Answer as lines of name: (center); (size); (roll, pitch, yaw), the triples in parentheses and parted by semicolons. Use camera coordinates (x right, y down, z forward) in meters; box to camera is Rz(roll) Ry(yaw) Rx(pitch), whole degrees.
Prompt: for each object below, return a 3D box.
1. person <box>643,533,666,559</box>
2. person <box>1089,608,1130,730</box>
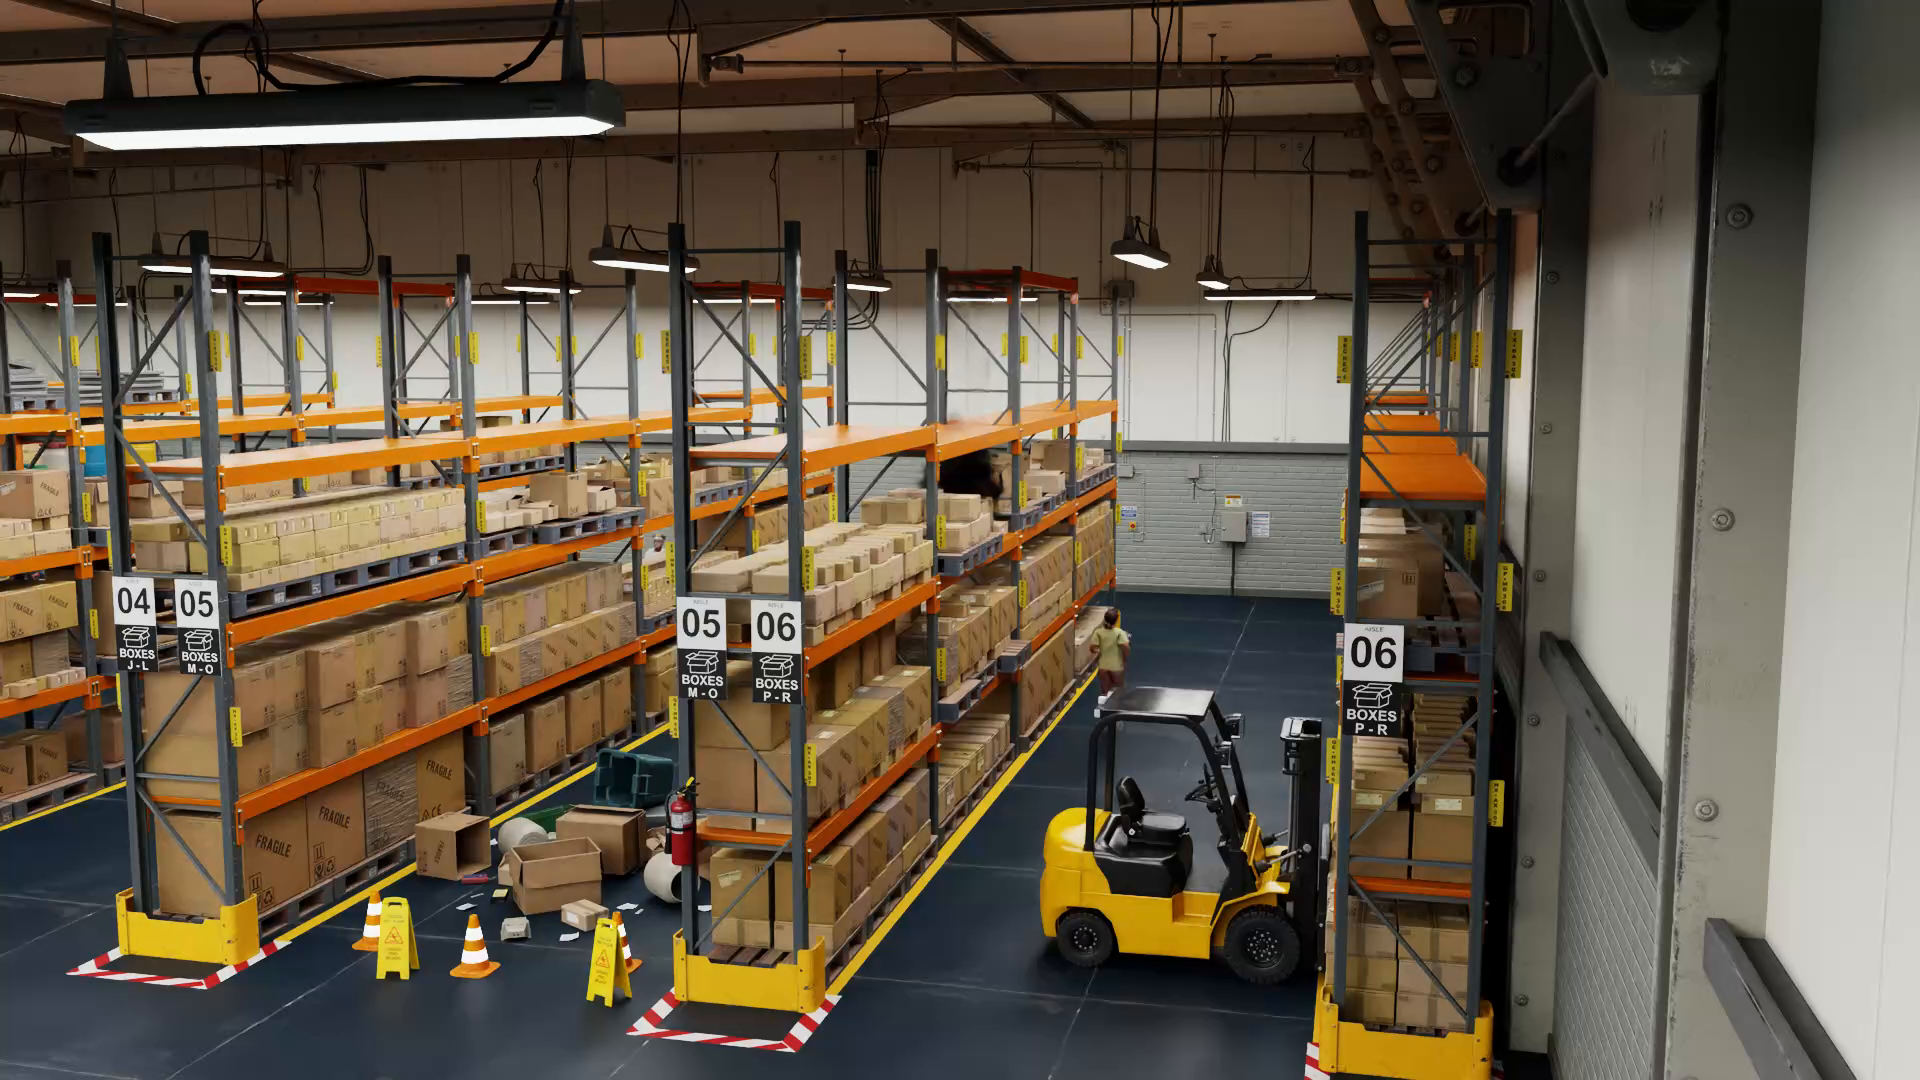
person: (-5.314, 0.748, 29.211); (0.669, 1.734, 0.555); (1, 7, 4)
person: (1.981, 1.699, 21.808); (0.564, 1.637, 0.537); (2, 7, 14)
